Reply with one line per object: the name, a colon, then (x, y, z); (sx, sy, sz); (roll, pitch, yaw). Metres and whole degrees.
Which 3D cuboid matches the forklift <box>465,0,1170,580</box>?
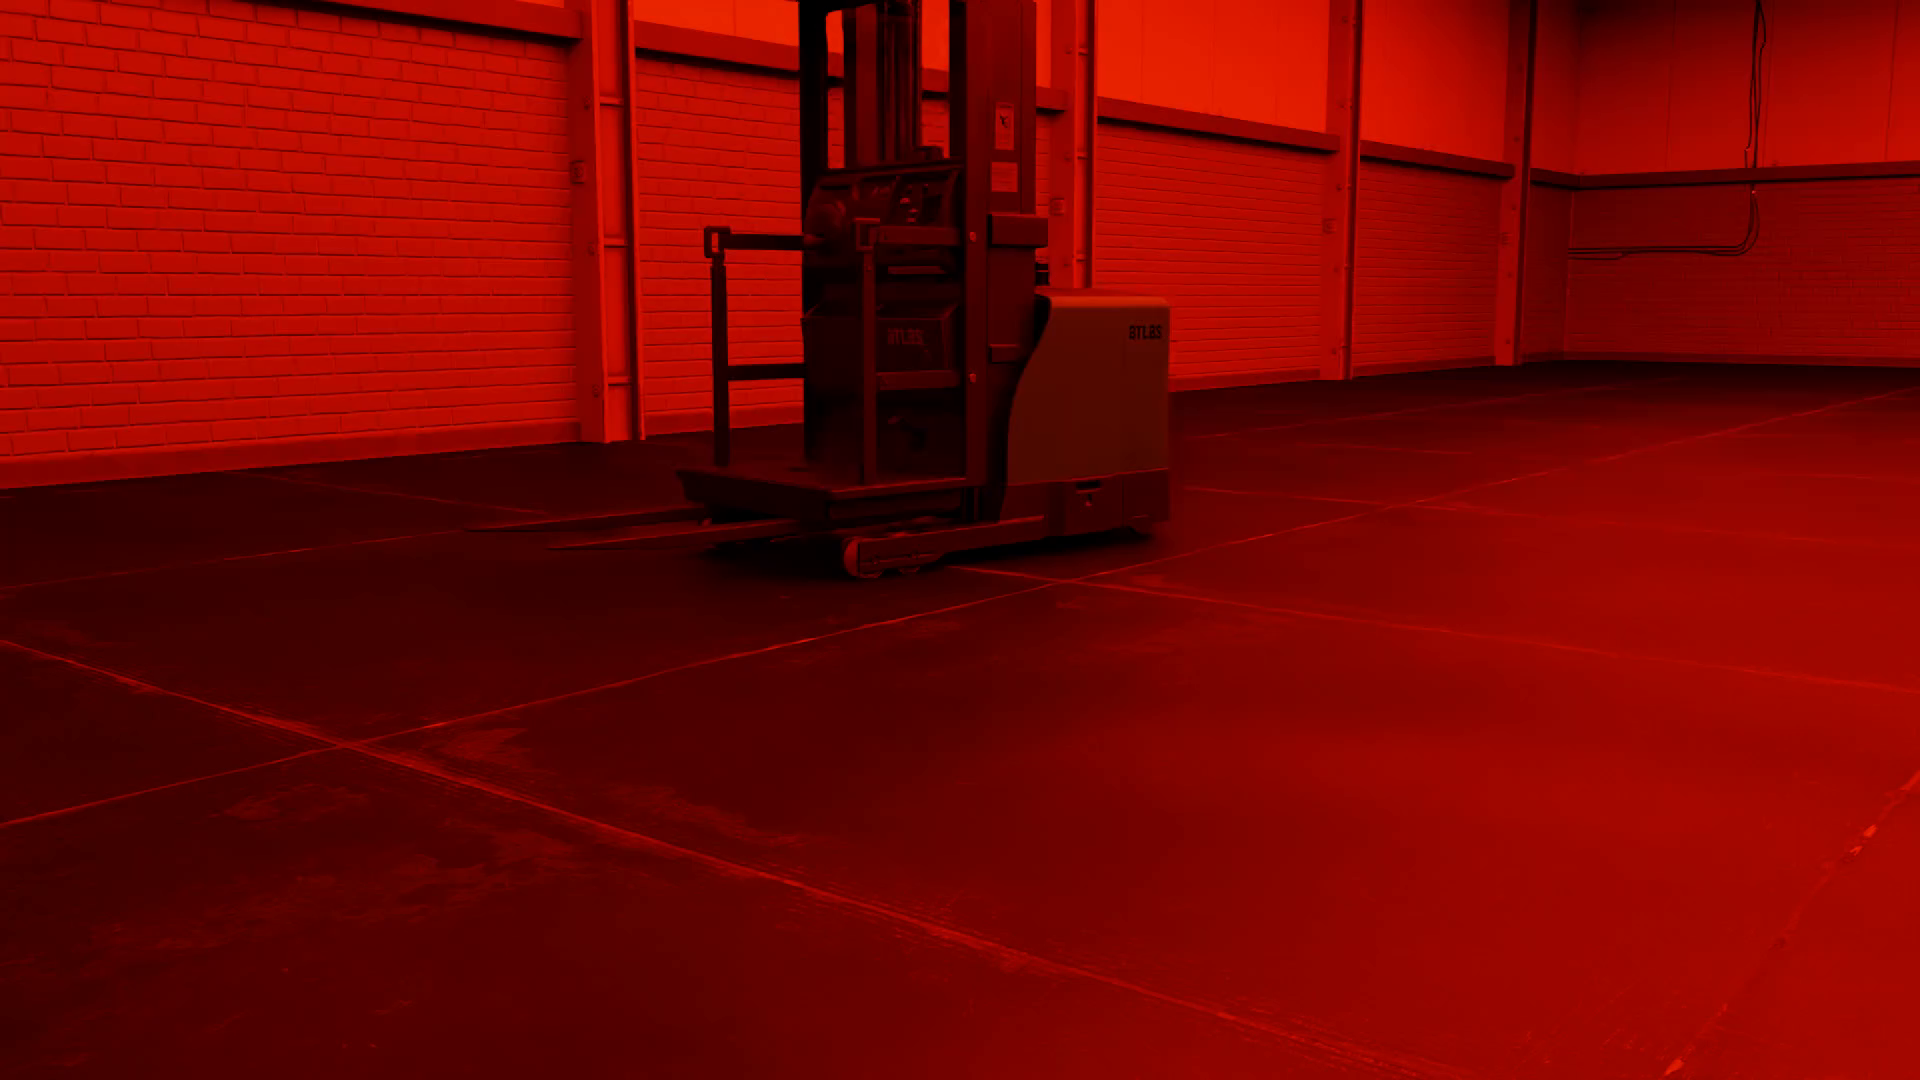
forklift: (-0.485, -1.382, 6.726); (3.031, 2.935, 1.130); (-7, 11, -41)
